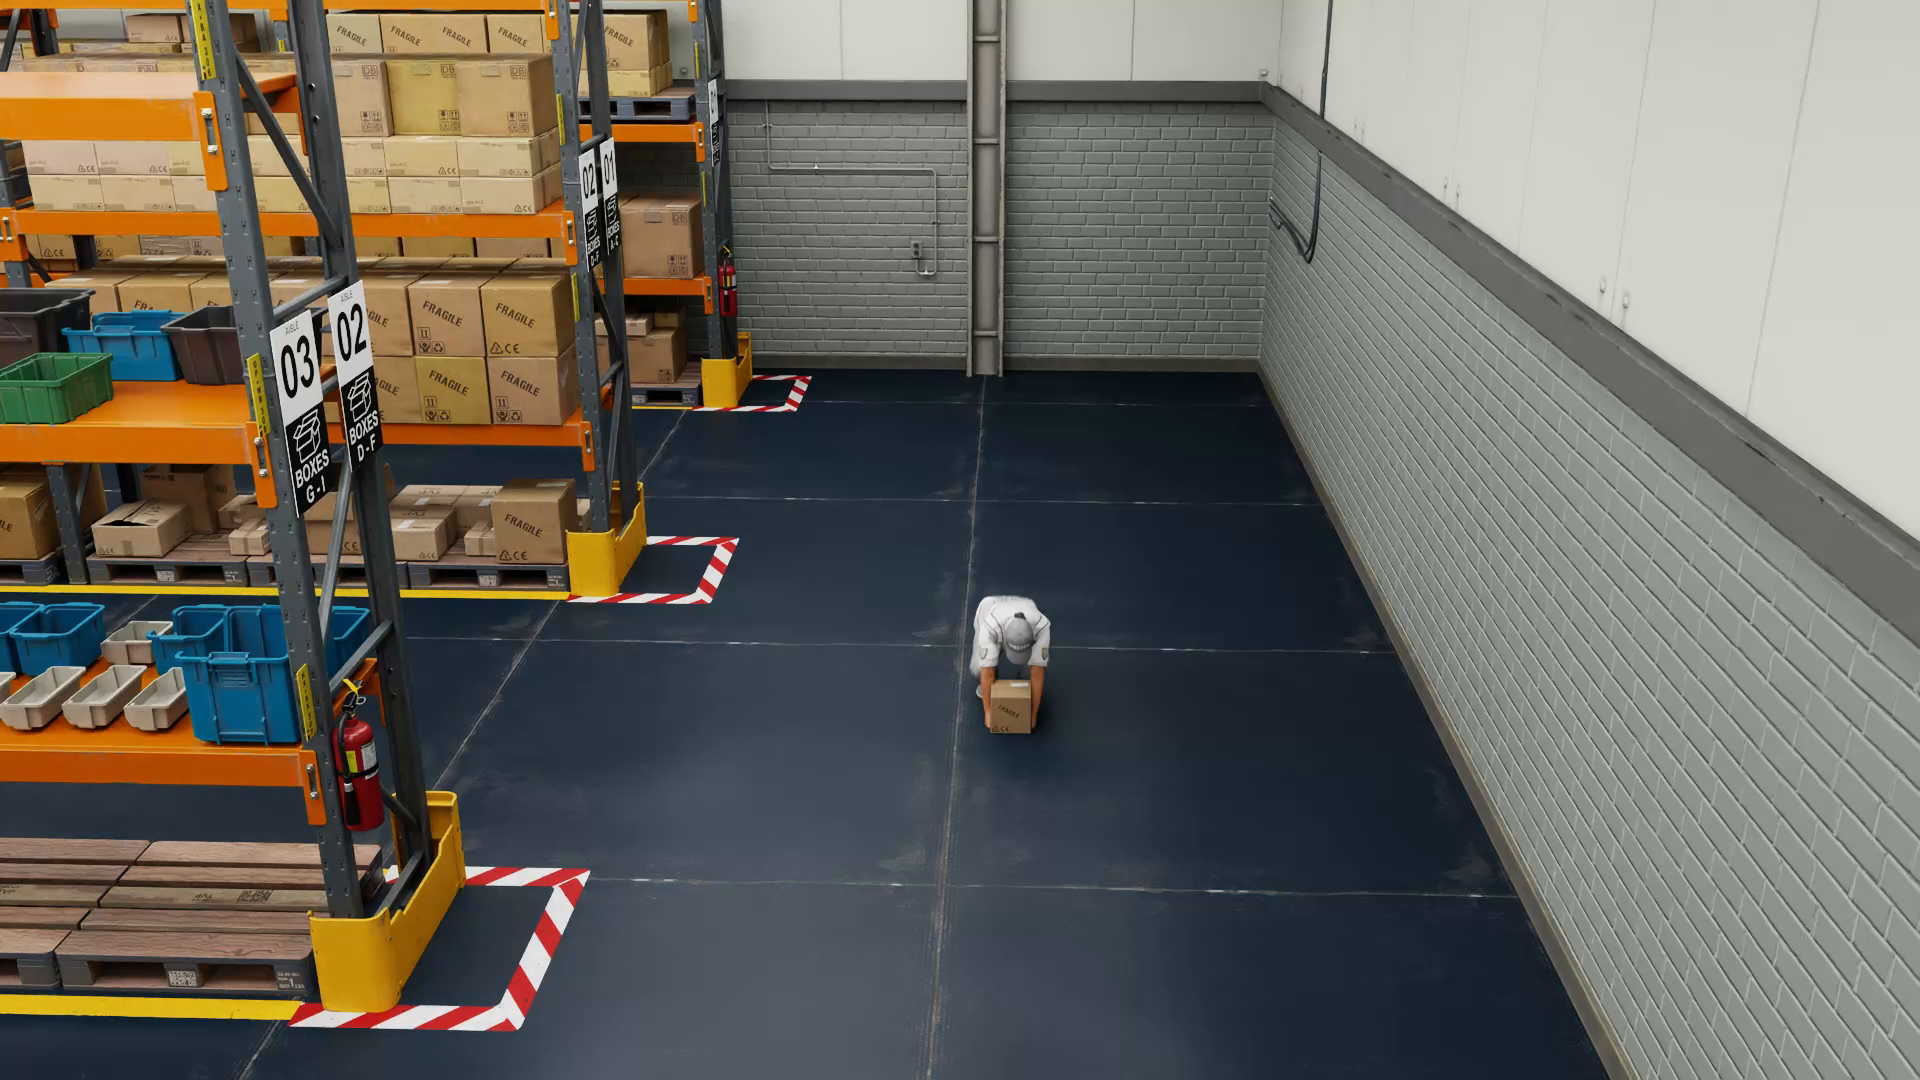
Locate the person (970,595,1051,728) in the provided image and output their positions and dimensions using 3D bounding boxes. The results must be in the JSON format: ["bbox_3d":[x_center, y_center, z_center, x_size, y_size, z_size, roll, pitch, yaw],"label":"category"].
[{"bbox_3d":[0.316,0.724,10.563,0.506,0.798,0.907,0,21,1],"label":"person"}]
